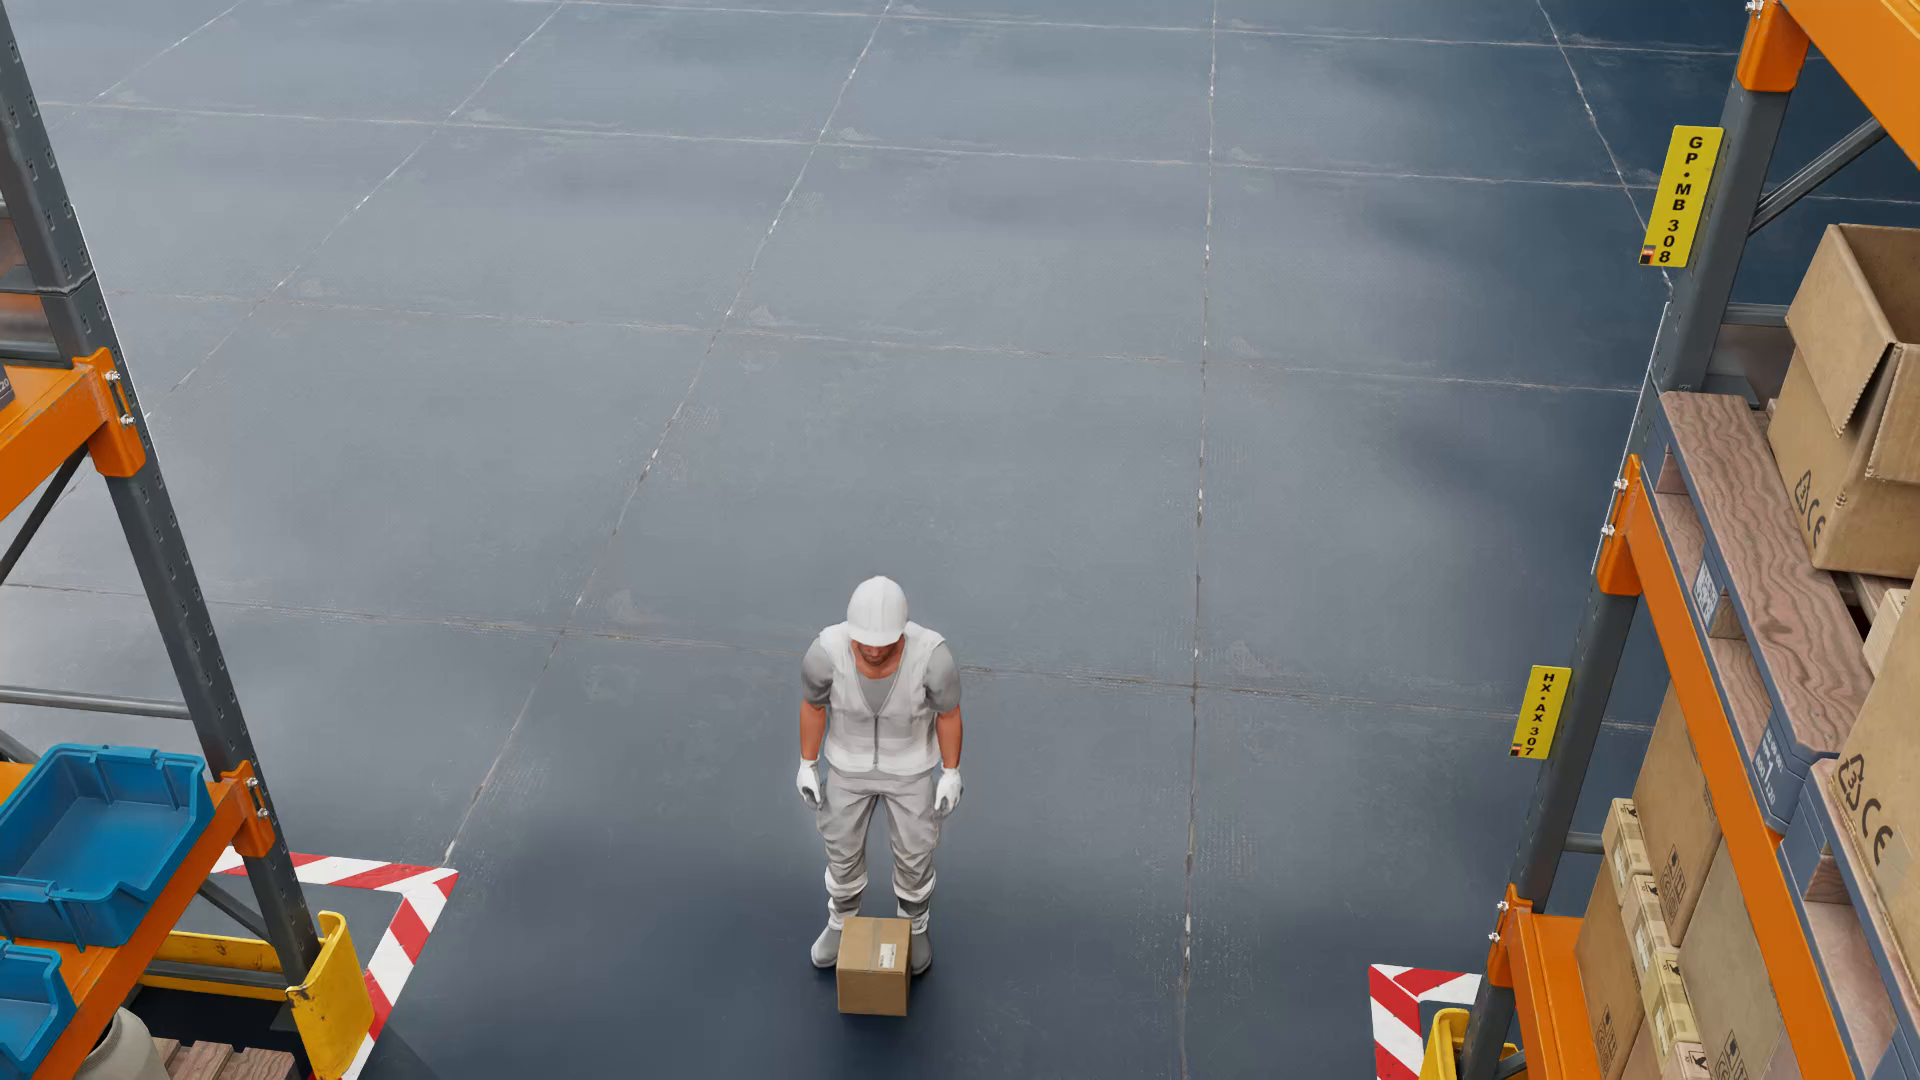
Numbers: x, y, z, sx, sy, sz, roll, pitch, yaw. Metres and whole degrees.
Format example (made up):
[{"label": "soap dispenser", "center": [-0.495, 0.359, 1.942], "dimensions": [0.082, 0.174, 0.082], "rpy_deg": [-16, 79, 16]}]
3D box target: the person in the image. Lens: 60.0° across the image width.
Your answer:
[{"label": "person", "center": [-0.284, 0.825, 5.885], "dimensions": [0.597, 1.778, 0.450], "rpy_deg": [3, 36, 4]}]
